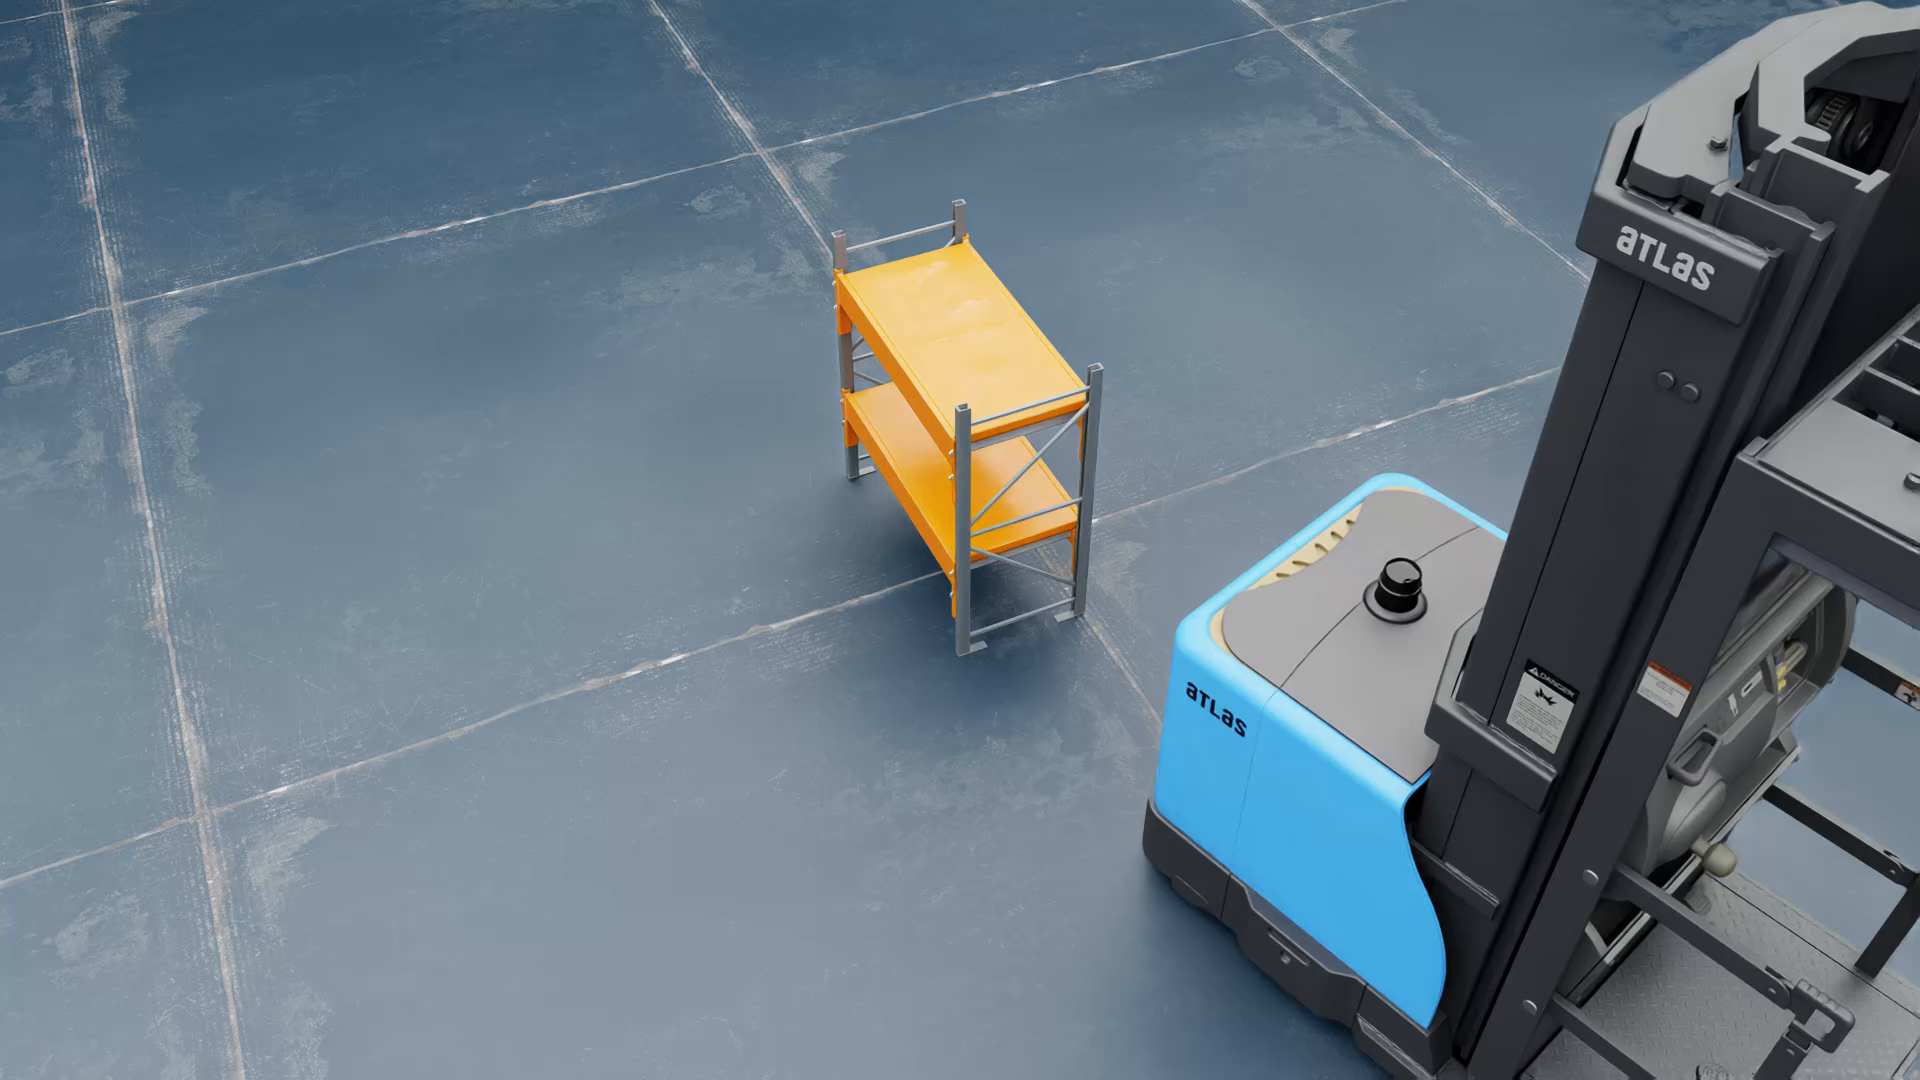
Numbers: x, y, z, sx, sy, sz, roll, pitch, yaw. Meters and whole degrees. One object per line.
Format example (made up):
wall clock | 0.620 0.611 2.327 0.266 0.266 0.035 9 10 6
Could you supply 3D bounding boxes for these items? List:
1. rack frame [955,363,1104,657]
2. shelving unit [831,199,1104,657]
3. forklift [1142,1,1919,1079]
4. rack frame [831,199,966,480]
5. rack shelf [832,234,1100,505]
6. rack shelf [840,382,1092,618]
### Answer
rack frame | 0.217 -0.072 5.522 0.500 1.125 0.032 -18 47 -17
shelving unit | 0.003 -0.396 5.851 0.538 1.125 1.048 -18 47 -17
forklift | 1.938 0.485 3.671 1.130 2.935 3.031 -33 53 -29
rack frame | -0.211 -0.720 6.179 0.500 1.125 0.032 -18 47 -17
rack shelf | 0.003 -0.604 5.645 0.538 0.278 1.000 -18 47 -17
rack shelf | 0.003 -0.222 6.022 0.538 0.278 1.000 -18 47 -17
